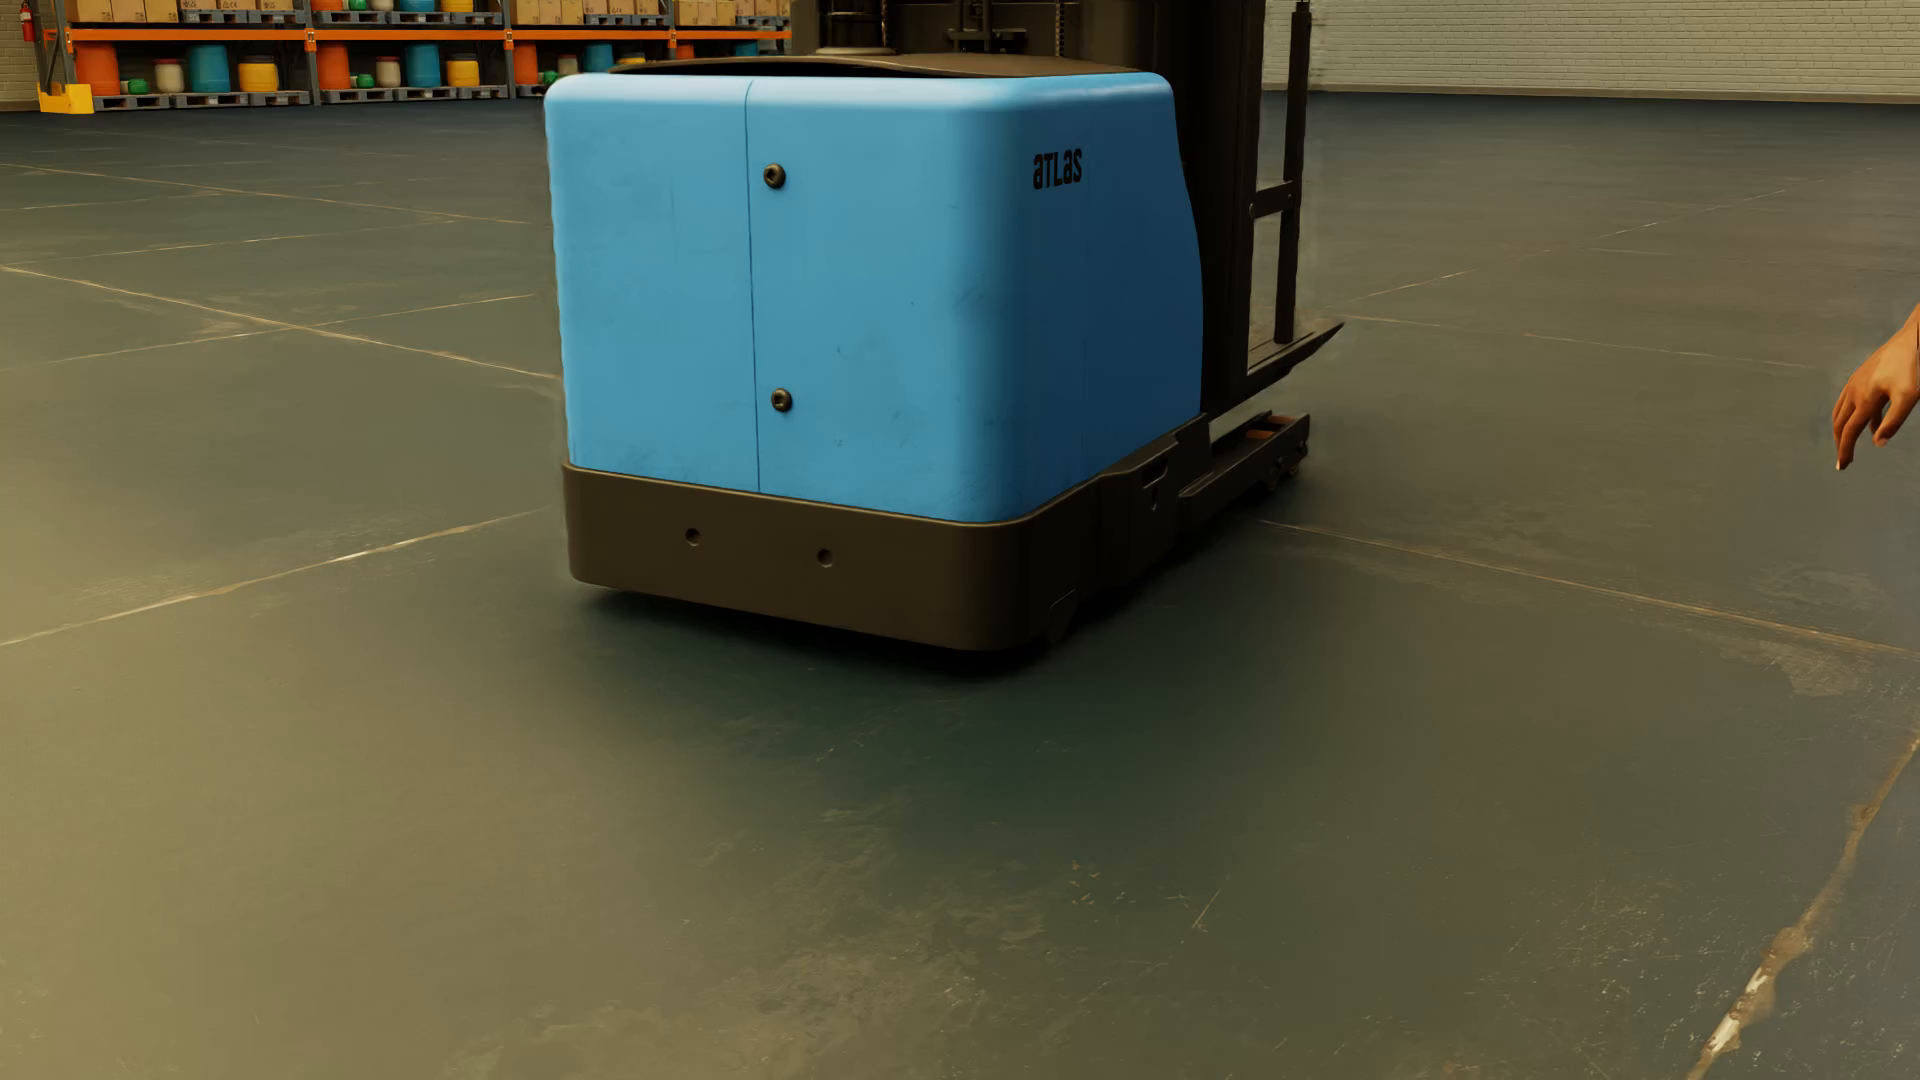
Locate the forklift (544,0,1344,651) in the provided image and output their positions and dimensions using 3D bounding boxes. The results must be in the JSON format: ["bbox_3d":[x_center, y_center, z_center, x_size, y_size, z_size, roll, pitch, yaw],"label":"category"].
[{"bbox_3d":[0.302,-1.580,4.102,1.130,2.935,3.031,8,19,26],"label":"forklift"}]

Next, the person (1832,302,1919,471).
[{"bbox_3d":[1.088,0.013,1.329,0.694,1.510,0.763,8,19,24],"label":"person"}]
